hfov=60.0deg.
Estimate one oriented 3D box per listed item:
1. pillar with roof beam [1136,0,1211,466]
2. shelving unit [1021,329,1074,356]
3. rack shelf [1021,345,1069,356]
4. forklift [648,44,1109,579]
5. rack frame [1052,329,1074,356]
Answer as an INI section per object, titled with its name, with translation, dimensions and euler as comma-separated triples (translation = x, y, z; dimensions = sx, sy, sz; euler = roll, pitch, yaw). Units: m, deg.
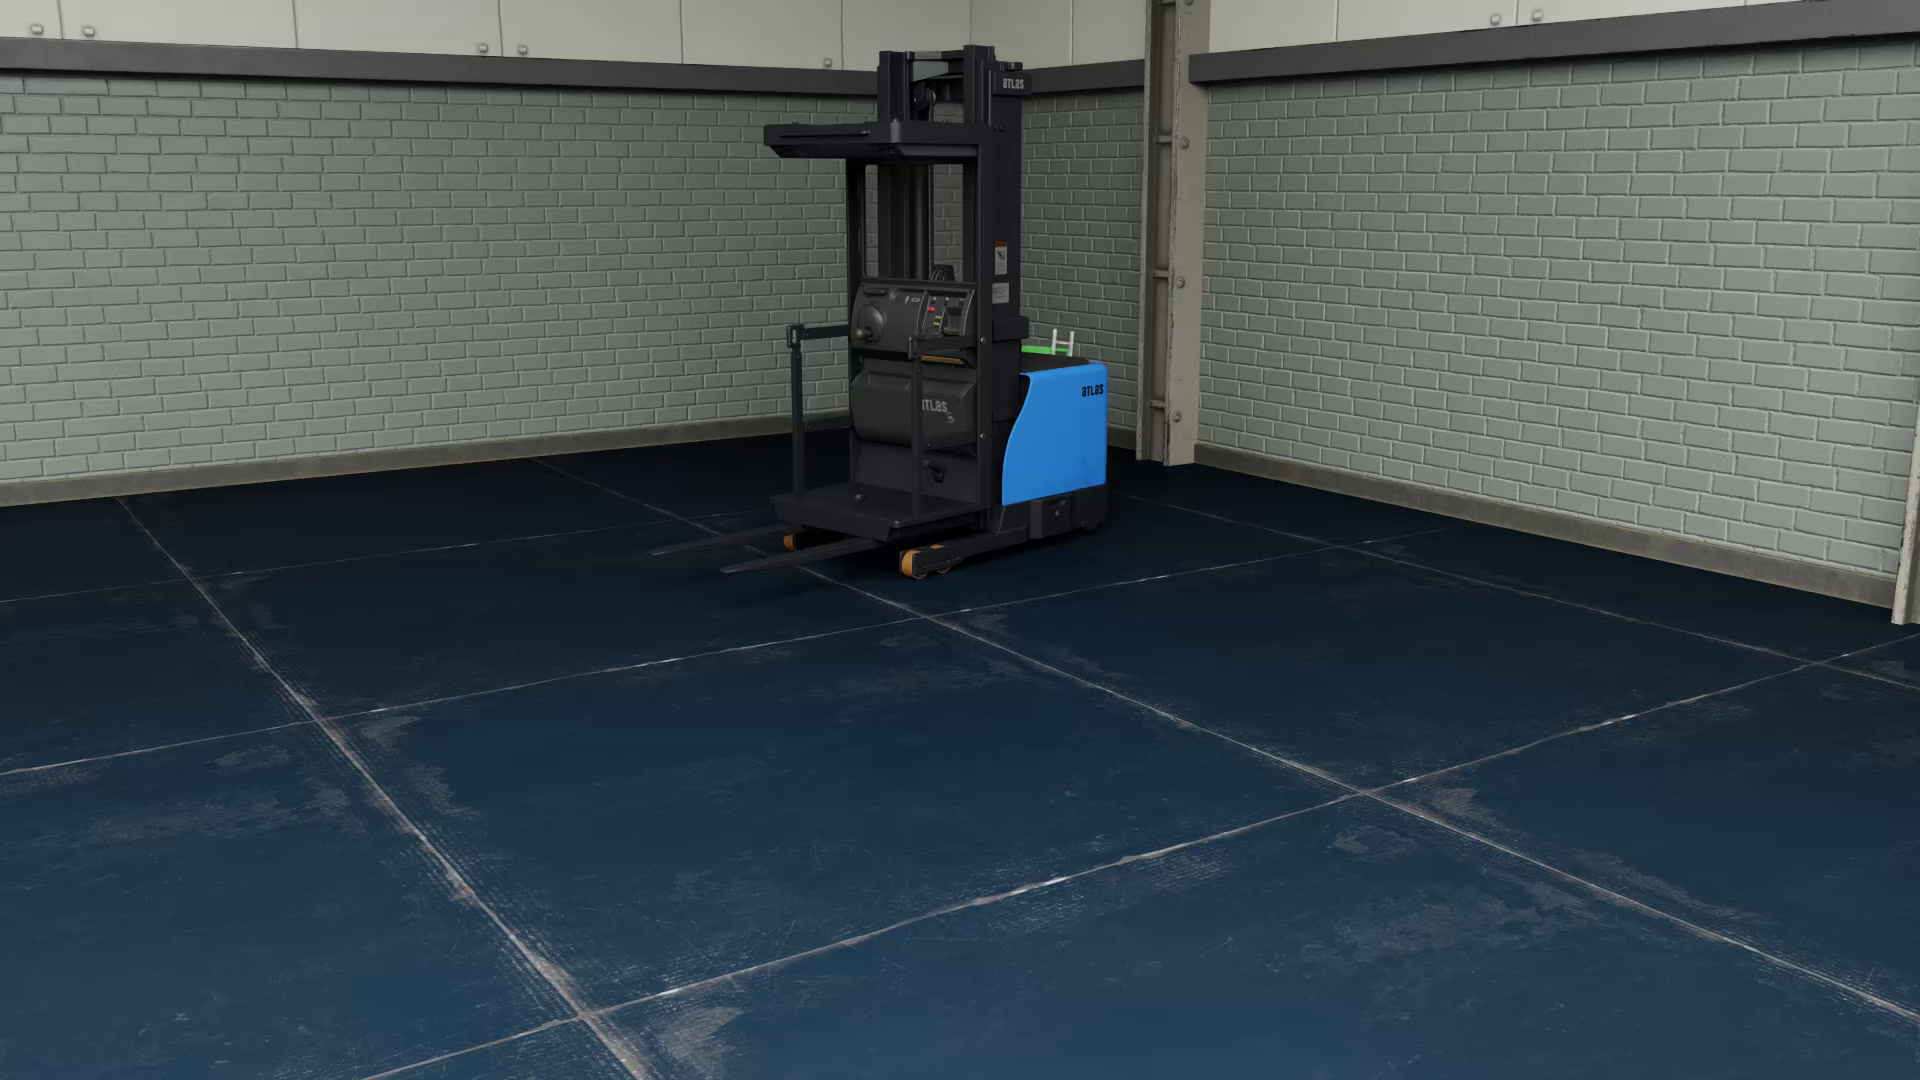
[pillar with roof beam]
translation = -1.942, -4.519, 9.961
dimensions = 9.100, 9.000, 0.400
euler = -8, 15, -33
[shelving unit]
translation = 0.446, -0.837, 11.313
dimensions = 0.503, 1.200, 0.258
euler = 9, 7, 34
[rack shelf]
translation = 0.481, -1.249, 11.272
dimensions = 0.480, 0.148, 0.258
euler = 9, 7, 34
[forklift]
translation = -0.423, -1.334, 9.600
dimensions = 1.130, 2.935, 3.031
euler = 11, 17, 41
[rack frame]
translation = 0.645, -0.806, 11.175
dimensions = 0.015, 1.200, 0.240
euler = 9, 7, 34
